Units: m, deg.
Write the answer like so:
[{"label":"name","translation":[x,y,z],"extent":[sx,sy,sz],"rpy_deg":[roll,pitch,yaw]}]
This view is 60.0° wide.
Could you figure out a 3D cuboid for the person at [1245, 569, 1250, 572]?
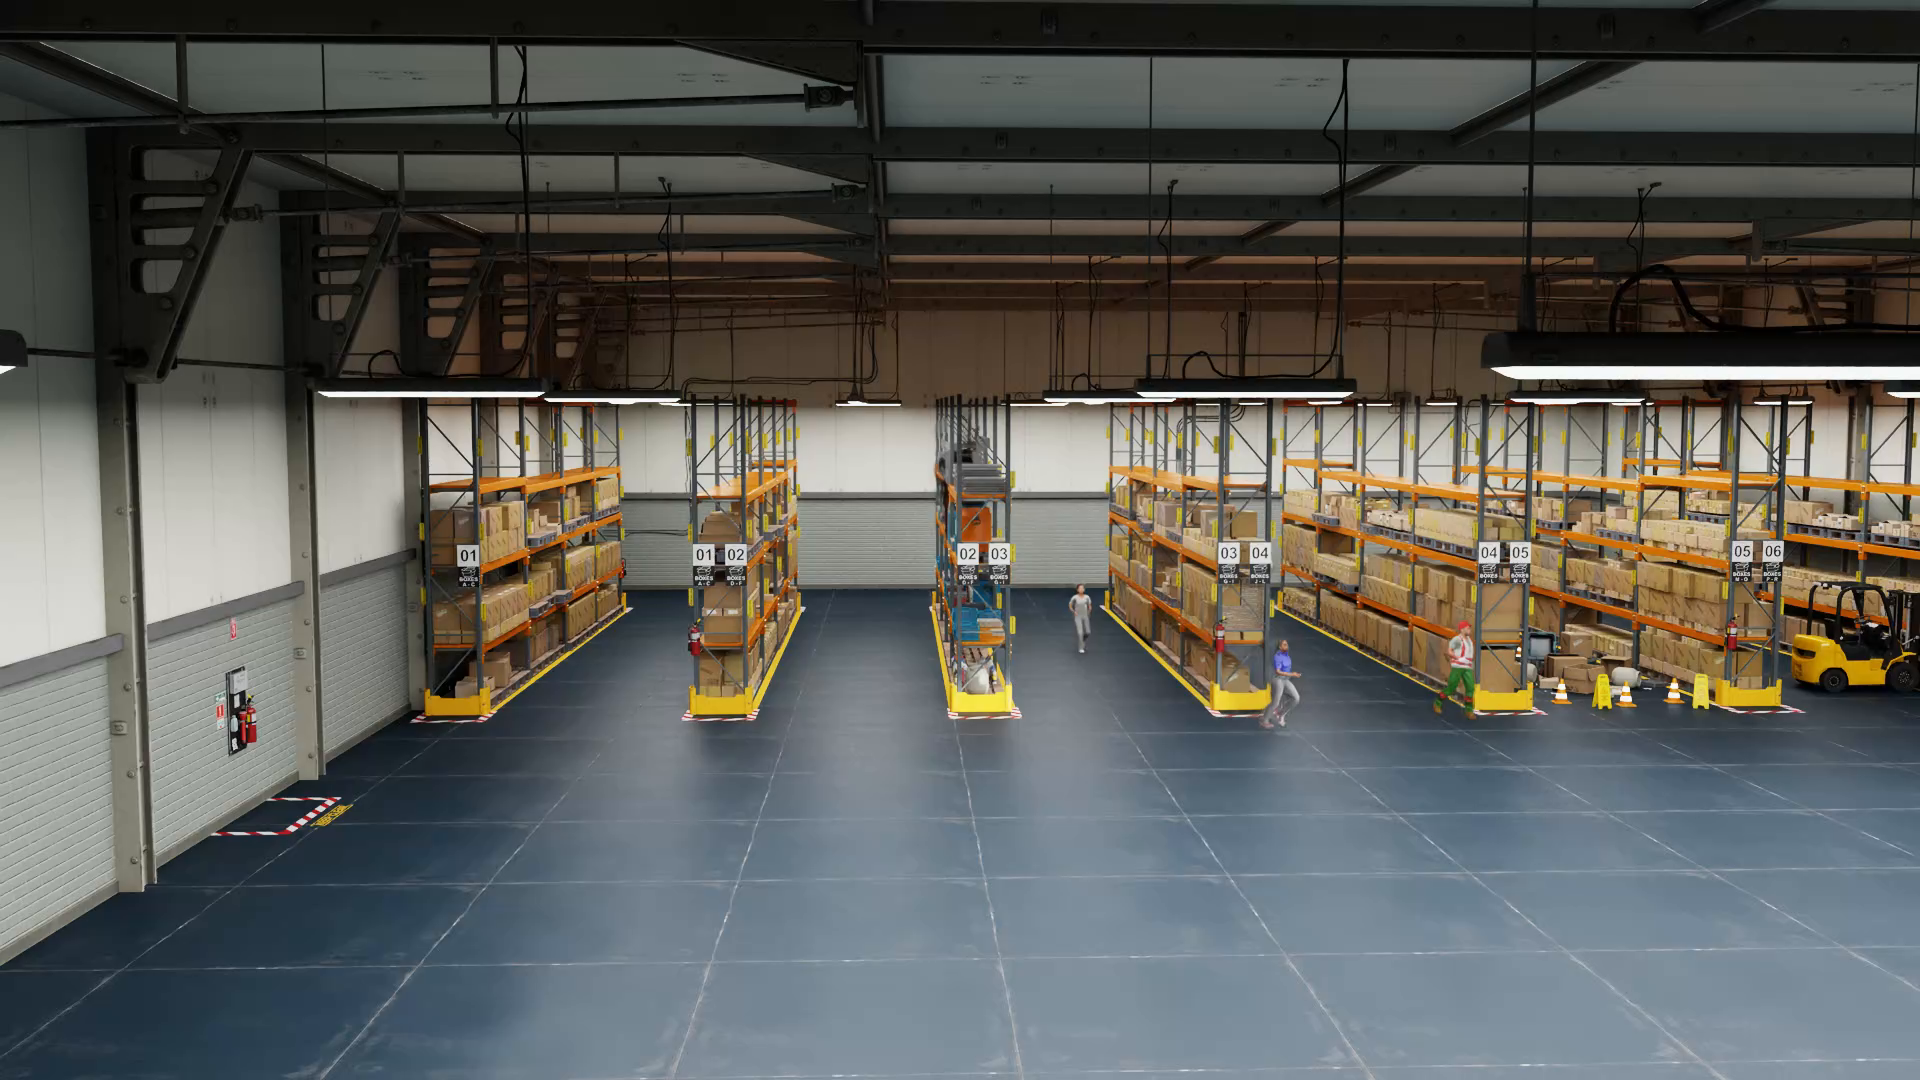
[{"label":"person","translation":[8.256,1.090,48.340],"extent":[1.108,1.631,0.758],"rpy_deg":[-2,5,-28]}]

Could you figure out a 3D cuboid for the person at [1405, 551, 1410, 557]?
[{"label":"person","translation":[13.355,1.005,49.246],"extent":[0.727,1.786,0.661],"rpy_deg":[0,5,-4]}]

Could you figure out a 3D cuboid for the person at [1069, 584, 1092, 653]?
[{"label":"person","translation":[2.836,1.834,39.104],"extent":[0.561,1.619,0.591],"rpy_deg":[-1,5,-10]}]

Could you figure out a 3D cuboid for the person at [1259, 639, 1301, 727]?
[{"label":"person","translation":[5.771,2.559,29.744],"extent":[0.800,1.609,0.595],"rpy_deg":[4,6,42]}]

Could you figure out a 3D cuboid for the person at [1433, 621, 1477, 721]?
[{"label":"person","translation":[9.339,2.397,30.889],"extent":[0.719,1.782,0.934],"rpy_deg":[-3,5,-31]}]
